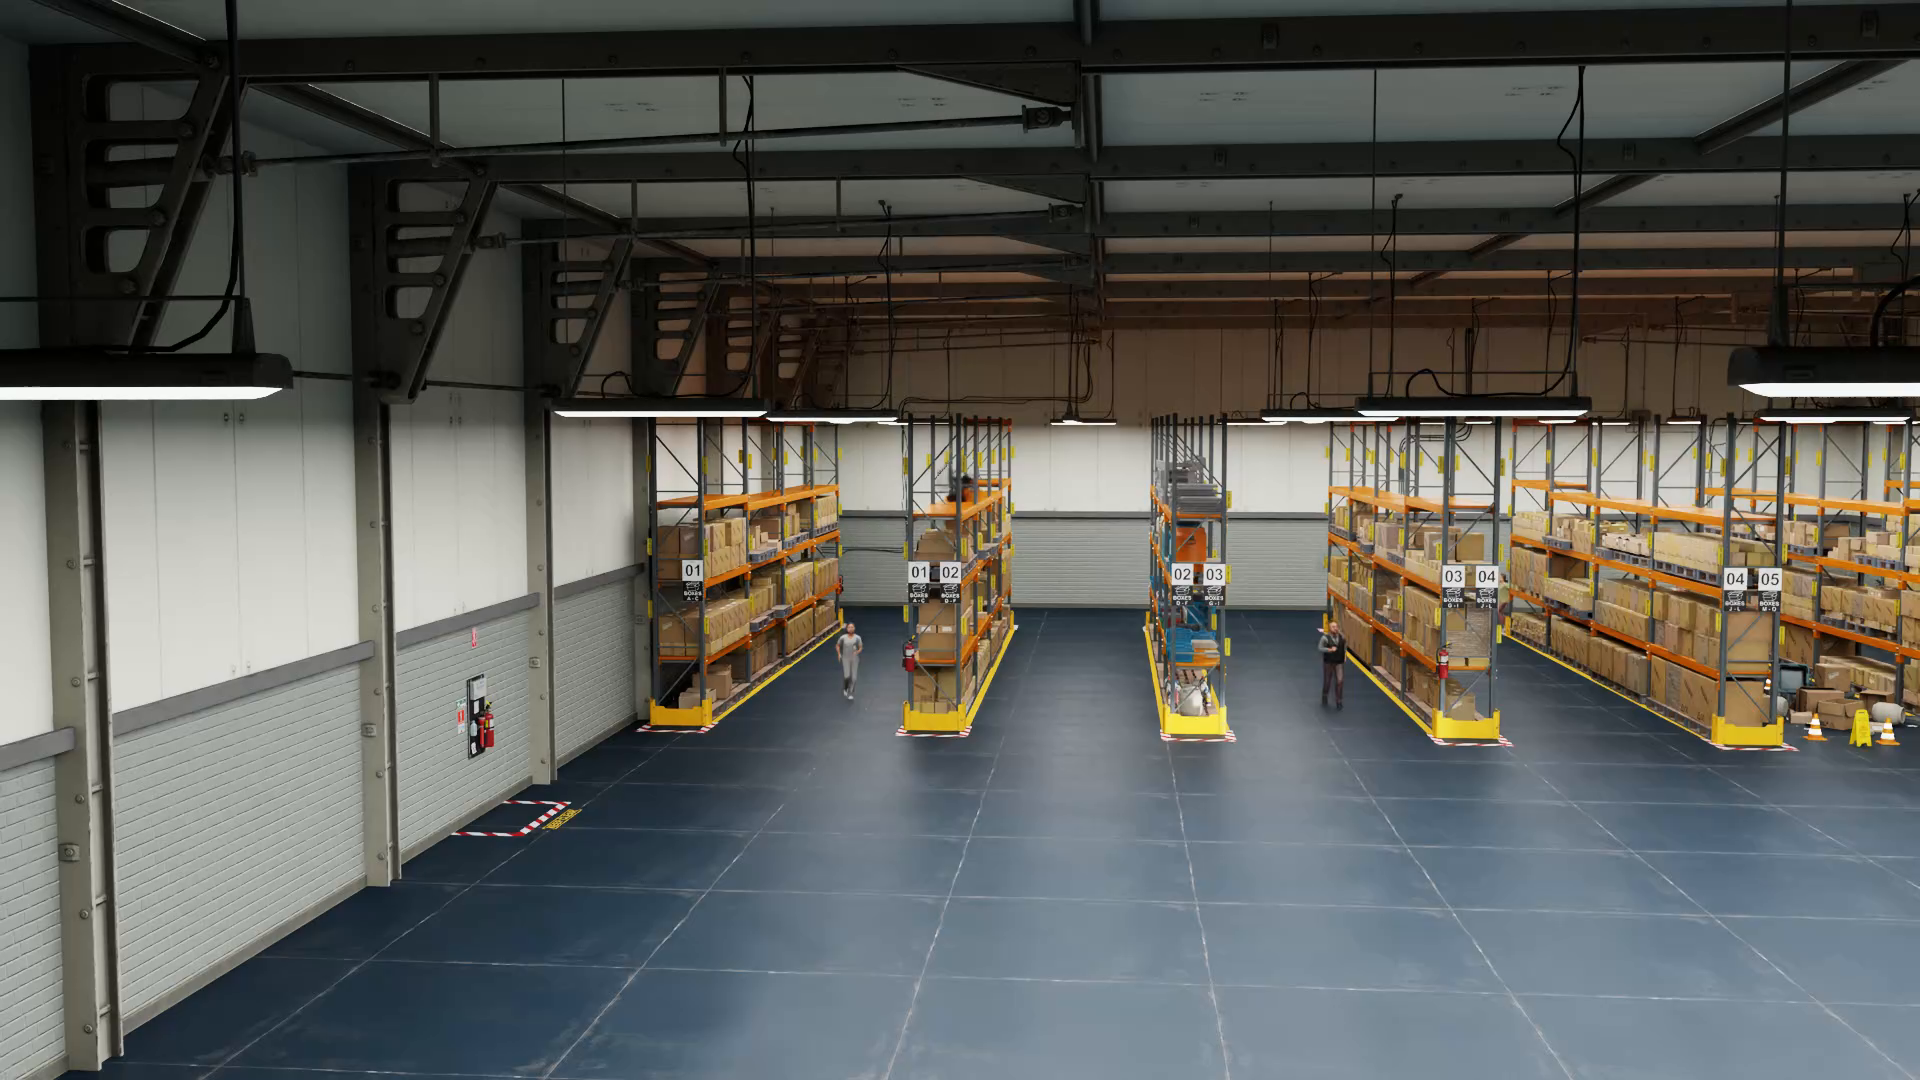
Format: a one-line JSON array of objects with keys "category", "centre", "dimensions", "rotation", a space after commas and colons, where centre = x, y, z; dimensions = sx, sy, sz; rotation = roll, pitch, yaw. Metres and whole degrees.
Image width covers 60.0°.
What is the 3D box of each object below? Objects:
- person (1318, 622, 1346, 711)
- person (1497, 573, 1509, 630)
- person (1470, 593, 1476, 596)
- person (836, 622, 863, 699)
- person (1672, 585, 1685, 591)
[{"category": "person", "centre": [7.620, 2.562, 34.022], "dimensions": [0.658, 1.777, 0.828], "rotation": [0, 4, -2]}, {"category": "person", "centre": [15.316, 1.753, 46.989], "dimensions": [0.629, 1.618, 0.607], "rotation": [0, 4, -1]}, {"category": "person", "centre": [13.853, 1.846, 44.513], "dimensions": [0.710, 1.733, 0.756], "rotation": [1, 4, 13]}, {"category": "person", "centre": [-2.300, 2.539, 34.807], "dimensions": [0.550, 1.629, 0.565], "rotation": [-1, 4, -9]}, {"category": "person", "centre": [20.400, 1.684, 47.062], "dimensions": [0.931, 1.784, 0.687], "rotation": [1, 4, 18]}]
